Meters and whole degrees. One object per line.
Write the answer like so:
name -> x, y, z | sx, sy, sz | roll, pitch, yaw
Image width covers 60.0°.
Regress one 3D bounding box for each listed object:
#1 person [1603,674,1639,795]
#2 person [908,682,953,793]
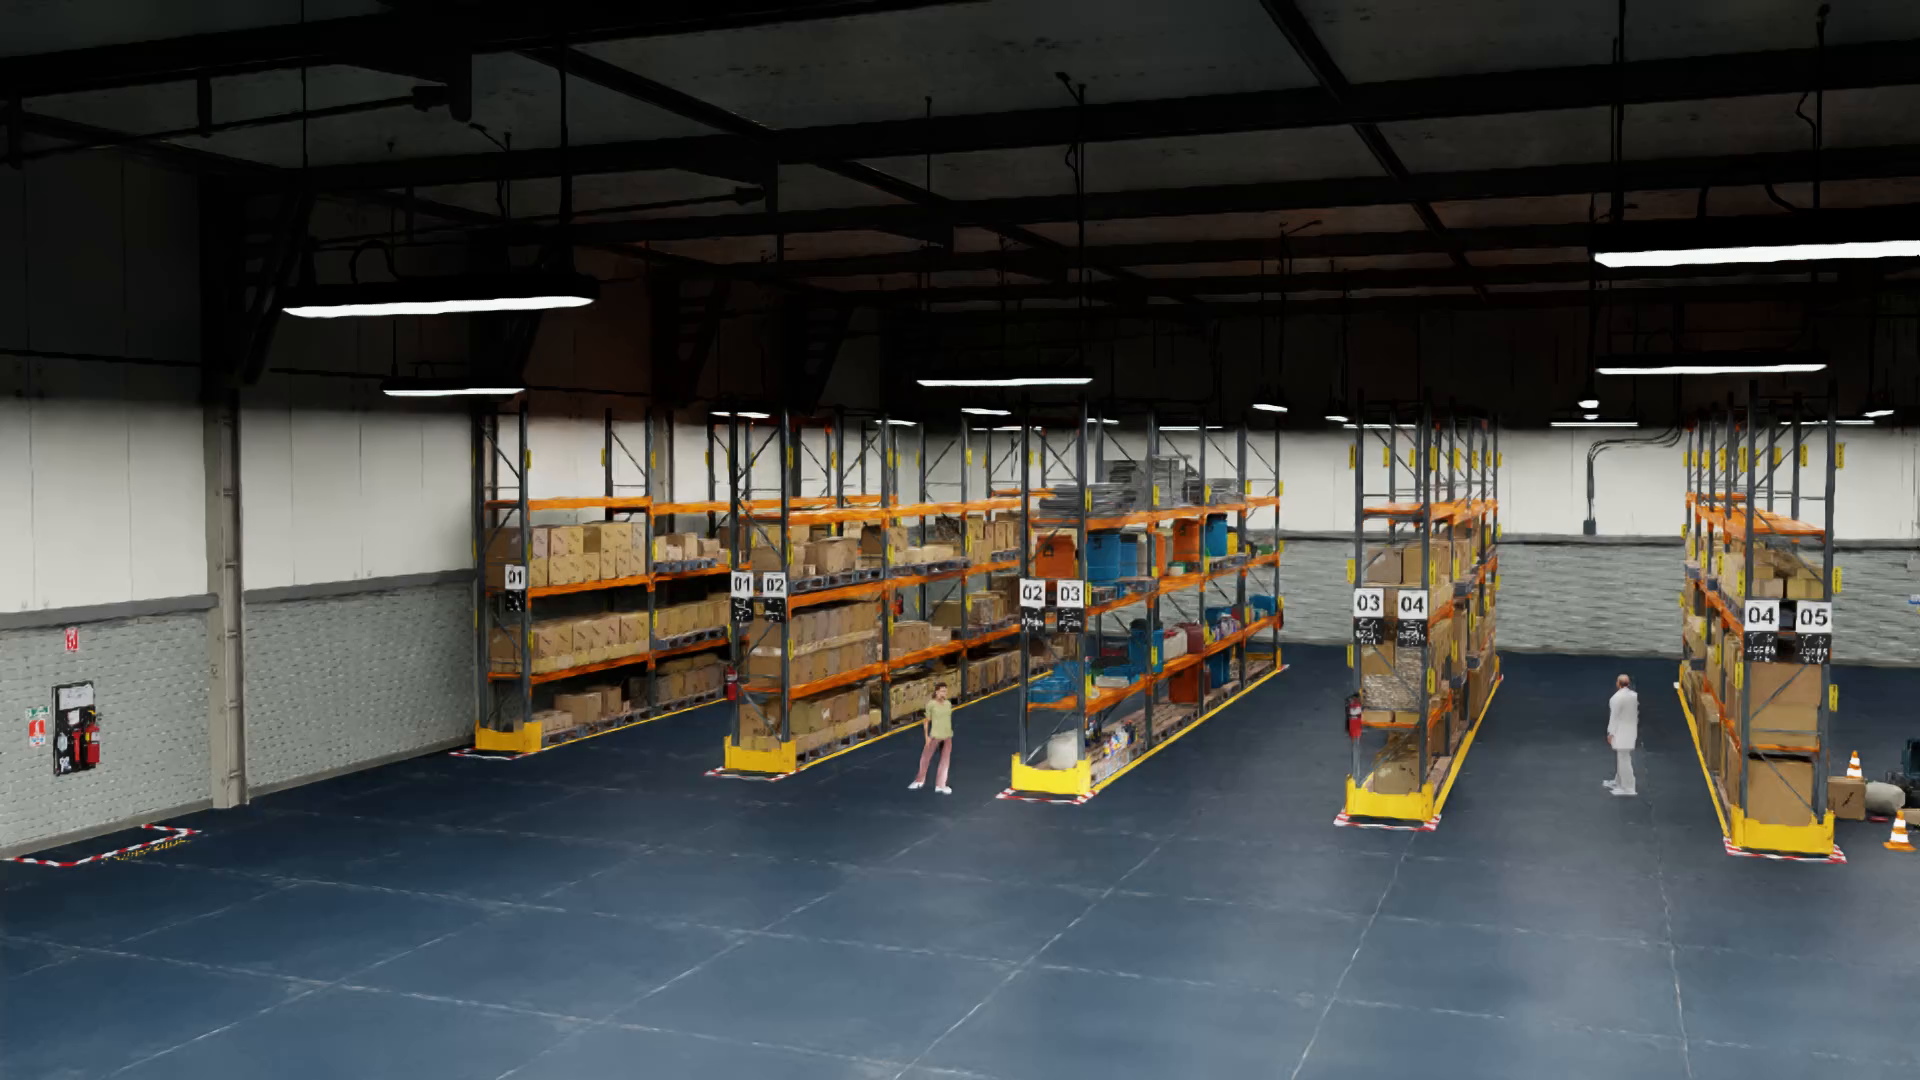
person -> 9.895, 2.881, 24.915 | 0.675, 1.775, 0.636 | -2, 4, -41
person -> -0.440, 2.957, 24.989 | 0.648, 1.664, 0.476 | -1, 3, -23
